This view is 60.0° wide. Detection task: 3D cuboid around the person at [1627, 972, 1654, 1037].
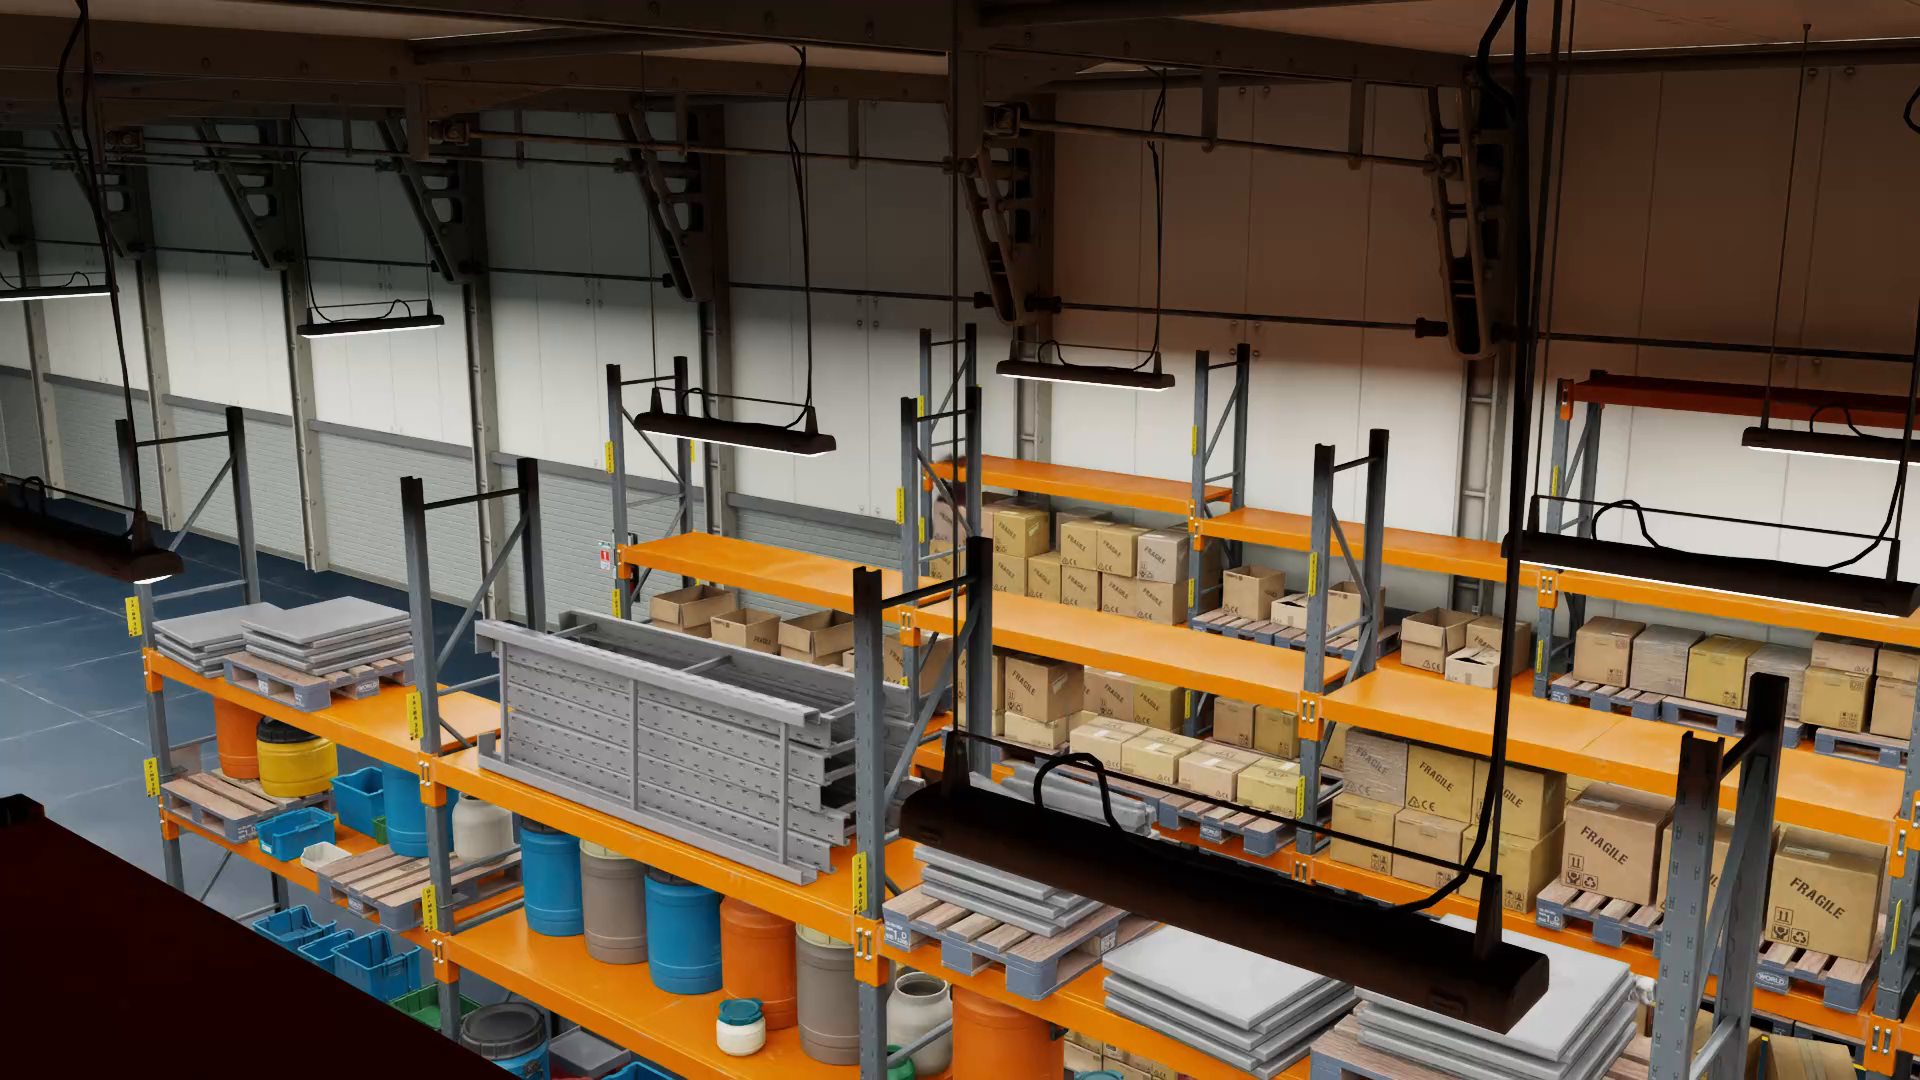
[{"bbox_3d":[5.653,4.147,14.105,0.397,1.711,0.508,-7,15,-30],"label":"person"}]
